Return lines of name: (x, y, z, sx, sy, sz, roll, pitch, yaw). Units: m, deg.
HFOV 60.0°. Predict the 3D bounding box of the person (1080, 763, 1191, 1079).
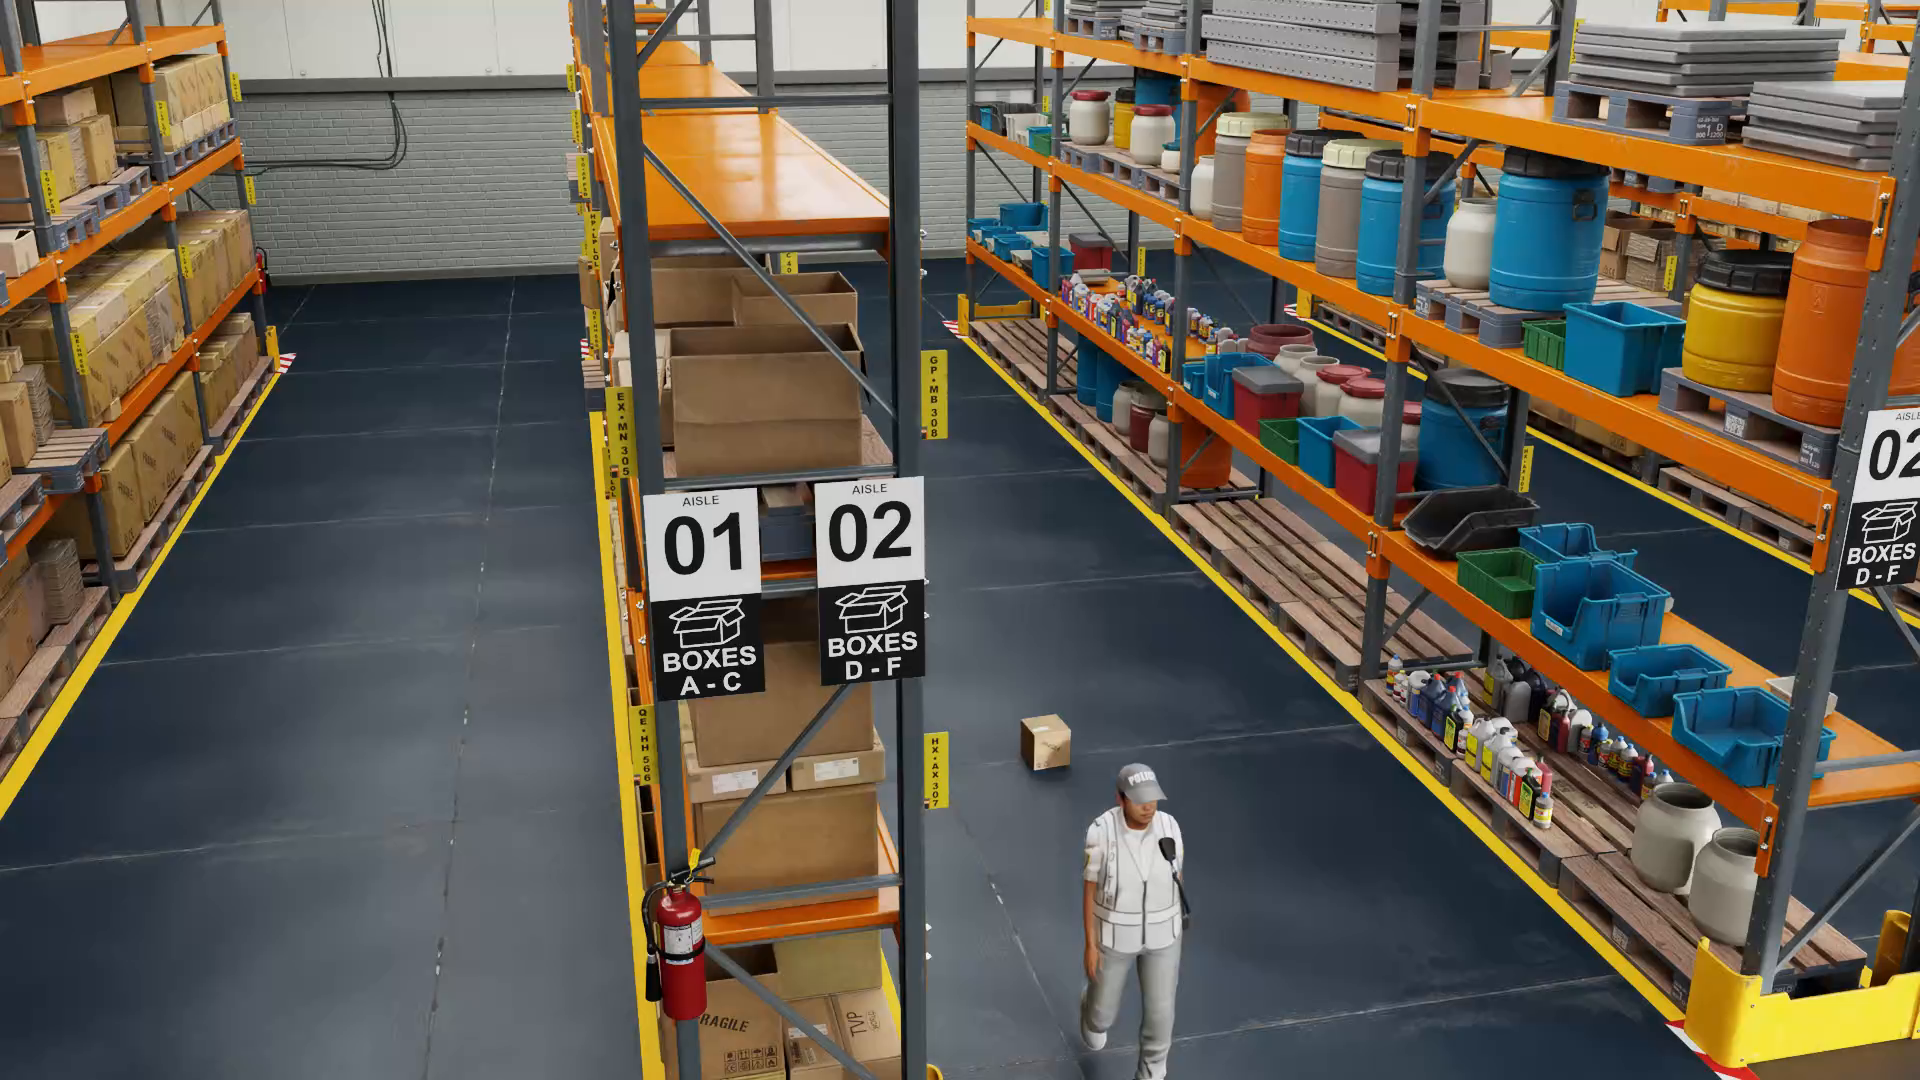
person: (0.777, 1.745, 7.444, 0.478, 1.638, 0.715, -2, 20, -5)
